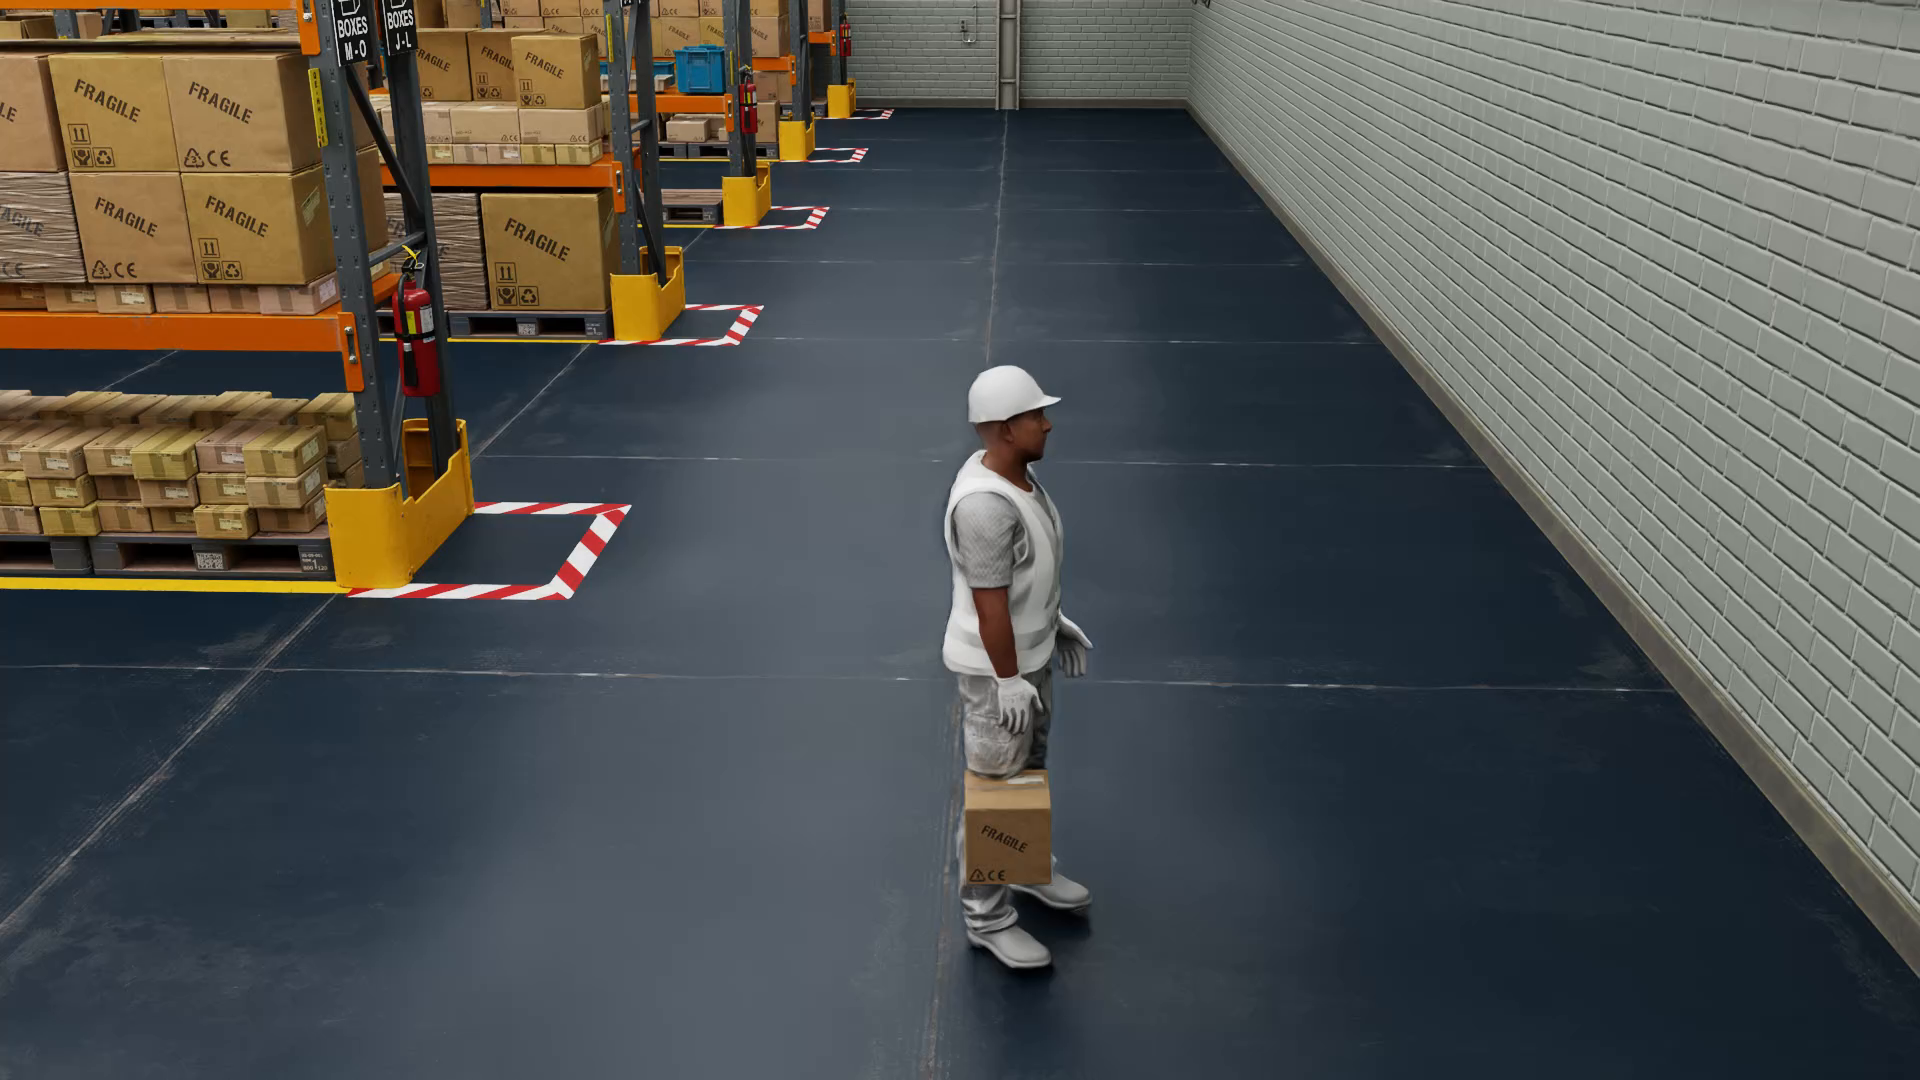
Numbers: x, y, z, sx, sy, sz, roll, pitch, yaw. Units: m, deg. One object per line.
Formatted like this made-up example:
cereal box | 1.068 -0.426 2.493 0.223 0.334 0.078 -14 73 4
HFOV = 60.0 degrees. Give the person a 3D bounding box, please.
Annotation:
person | 0.167 0.021 4.892 0.436 1.052 0.547 4 21 11
